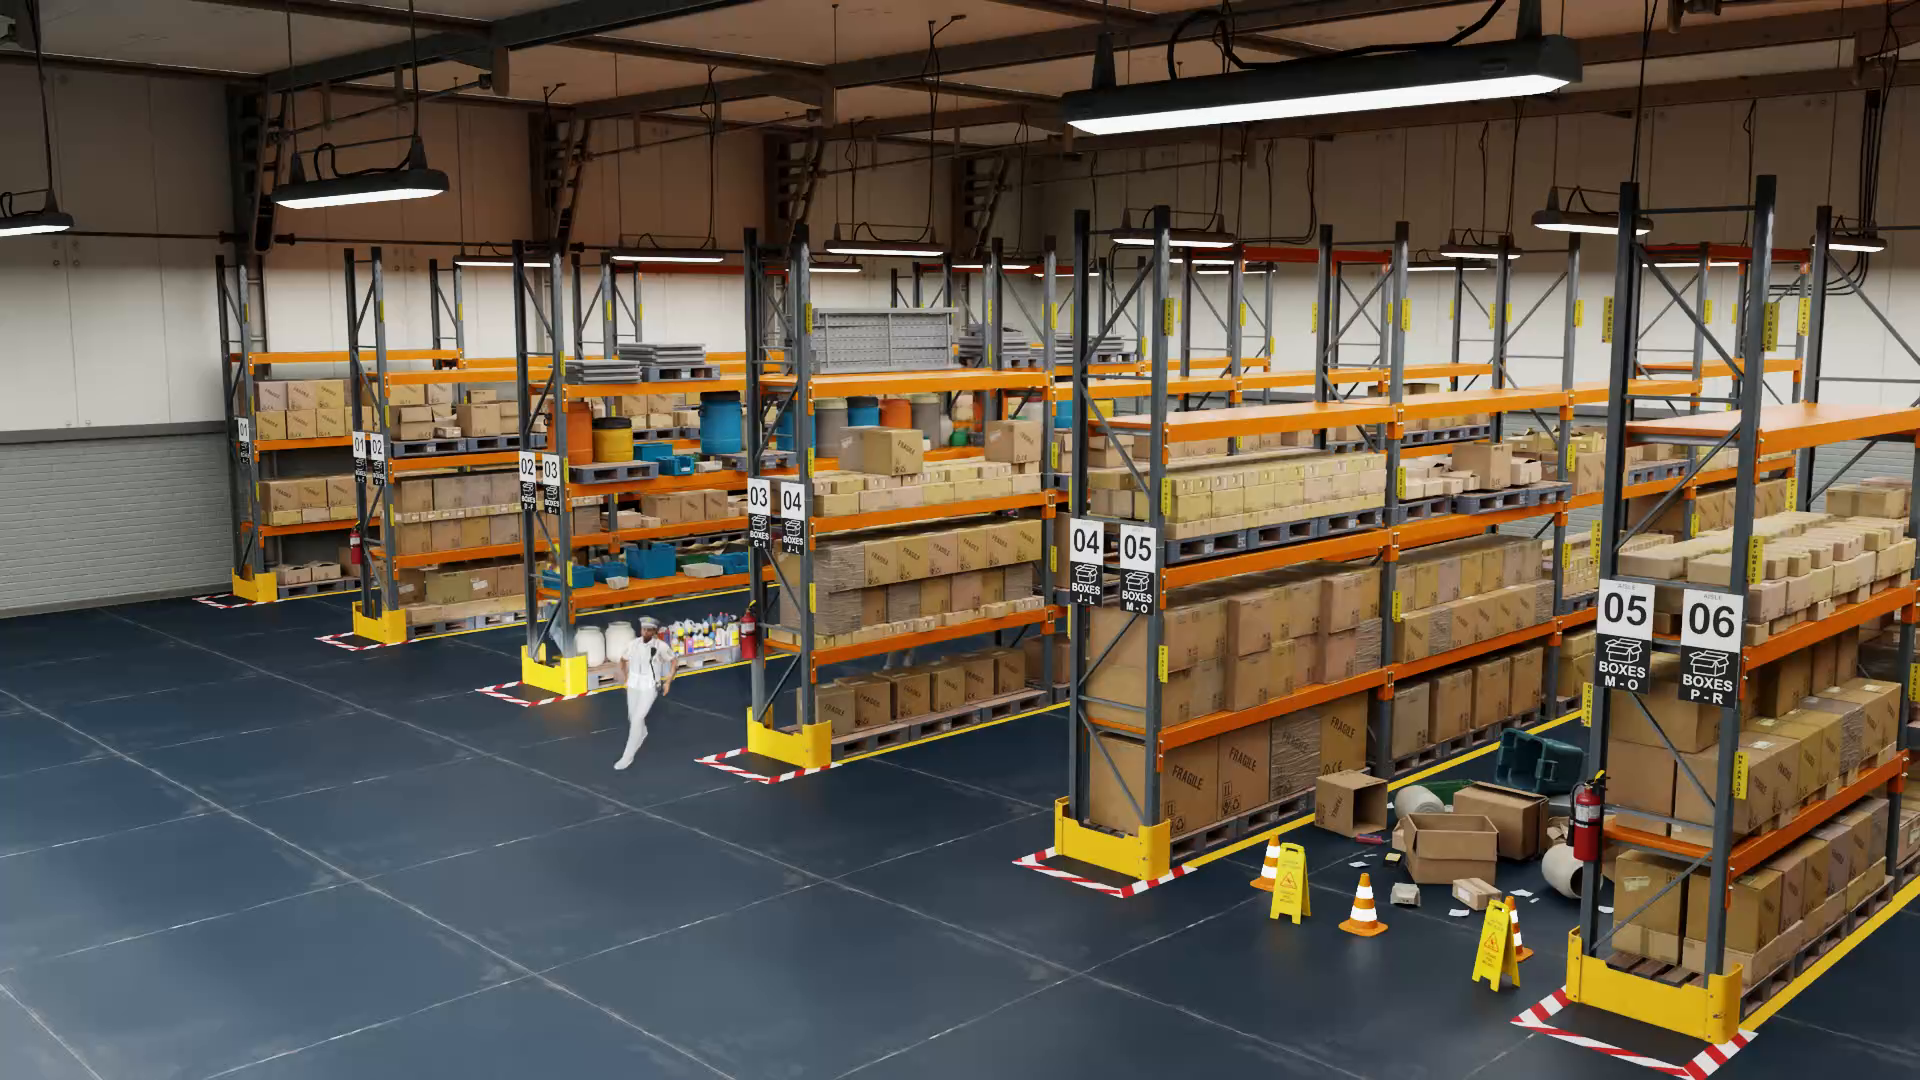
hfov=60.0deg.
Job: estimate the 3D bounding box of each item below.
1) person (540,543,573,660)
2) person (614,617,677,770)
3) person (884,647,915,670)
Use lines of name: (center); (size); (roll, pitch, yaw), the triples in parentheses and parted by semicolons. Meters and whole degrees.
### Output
person: (-5.832, 0.909, 24.008); (0.746, 1.724, 0.593); (7, 11, 42)
person: (-3.578, 1.679, 18.799); (0.661, 1.674, 0.922); (2, 8, 16)
person: (-0.892, 1.026, 23.013); (0.658, 1.789, 0.955); (6, 10, 35)
